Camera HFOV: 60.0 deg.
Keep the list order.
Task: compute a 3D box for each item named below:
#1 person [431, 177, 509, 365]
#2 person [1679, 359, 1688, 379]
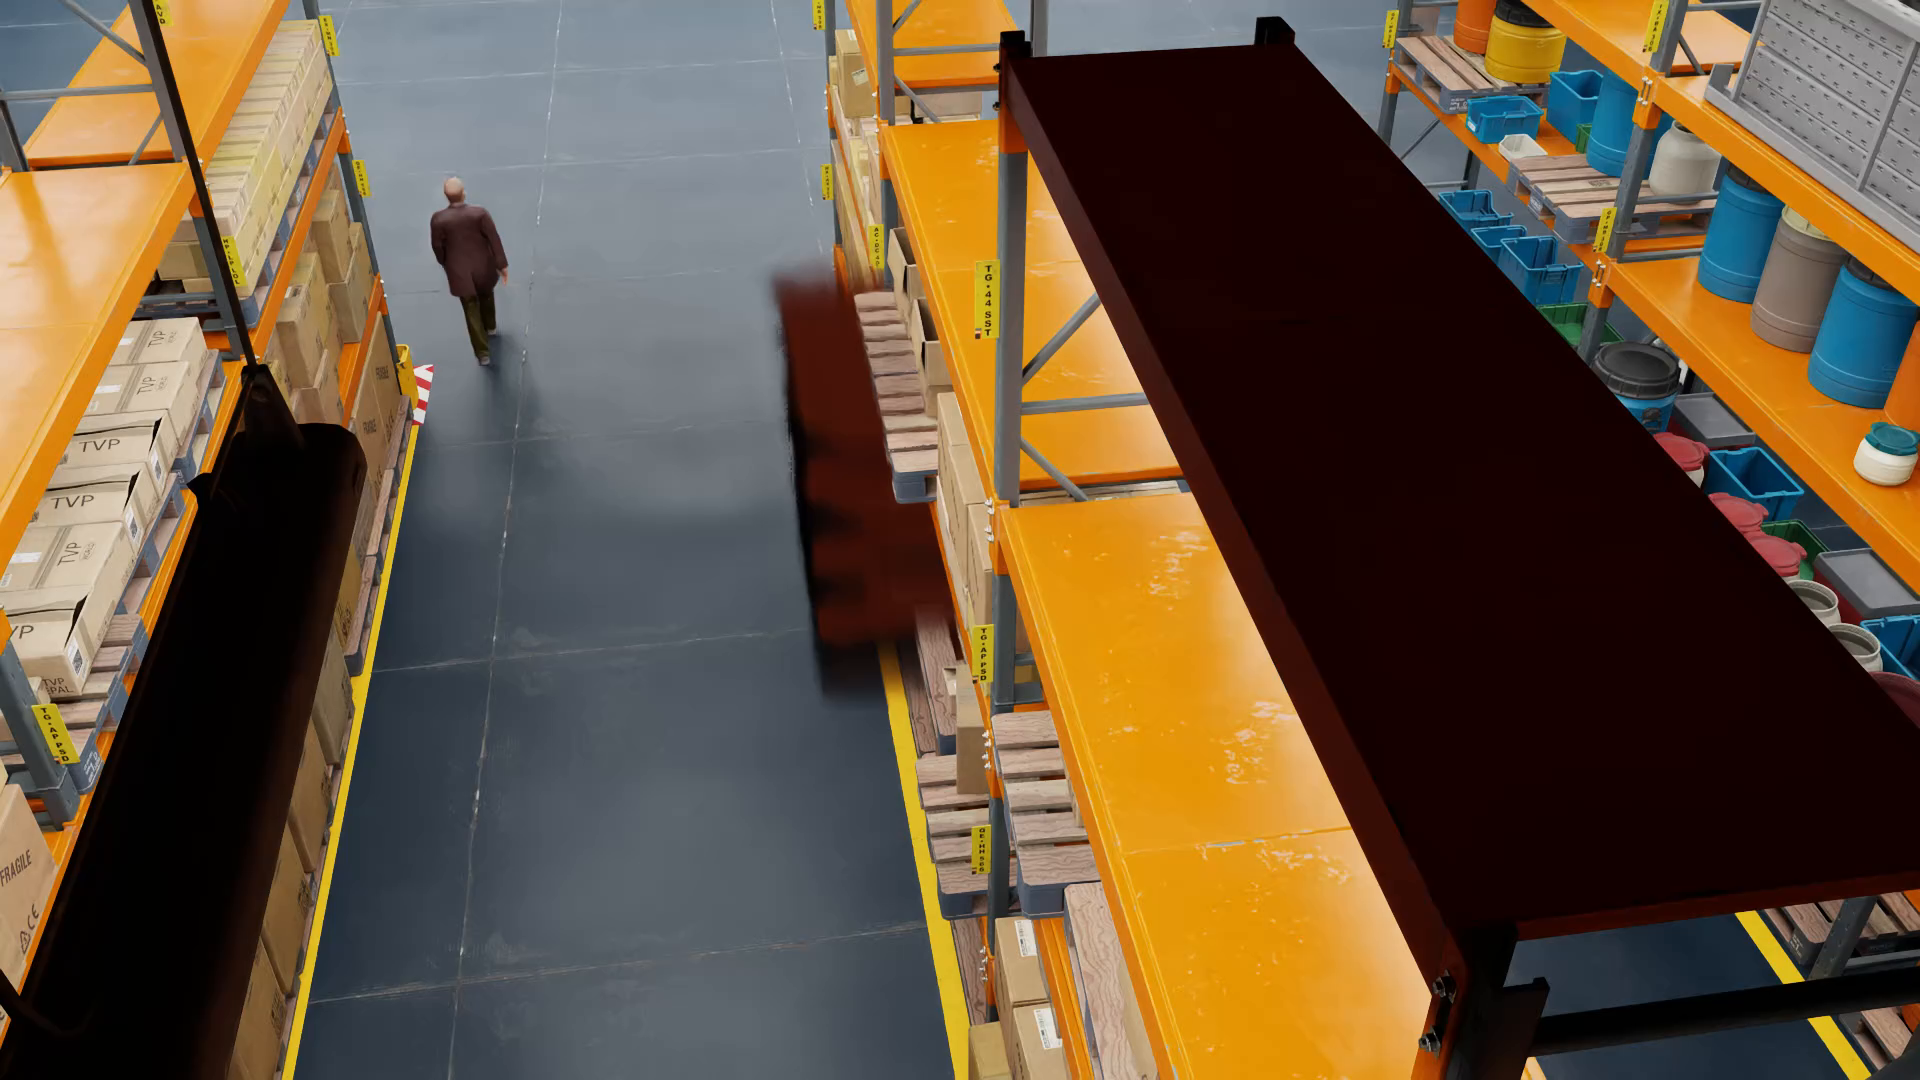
[{"bbox_3d":[-4.542,-2.593,15.476,0.618,1.753,0.910,-12,38,-16],"label":"person"},{"bbox_3d":[6.720,-2.131,14.875,0.480,1.601,0.434,-8,37,-11],"label":"person"}]
